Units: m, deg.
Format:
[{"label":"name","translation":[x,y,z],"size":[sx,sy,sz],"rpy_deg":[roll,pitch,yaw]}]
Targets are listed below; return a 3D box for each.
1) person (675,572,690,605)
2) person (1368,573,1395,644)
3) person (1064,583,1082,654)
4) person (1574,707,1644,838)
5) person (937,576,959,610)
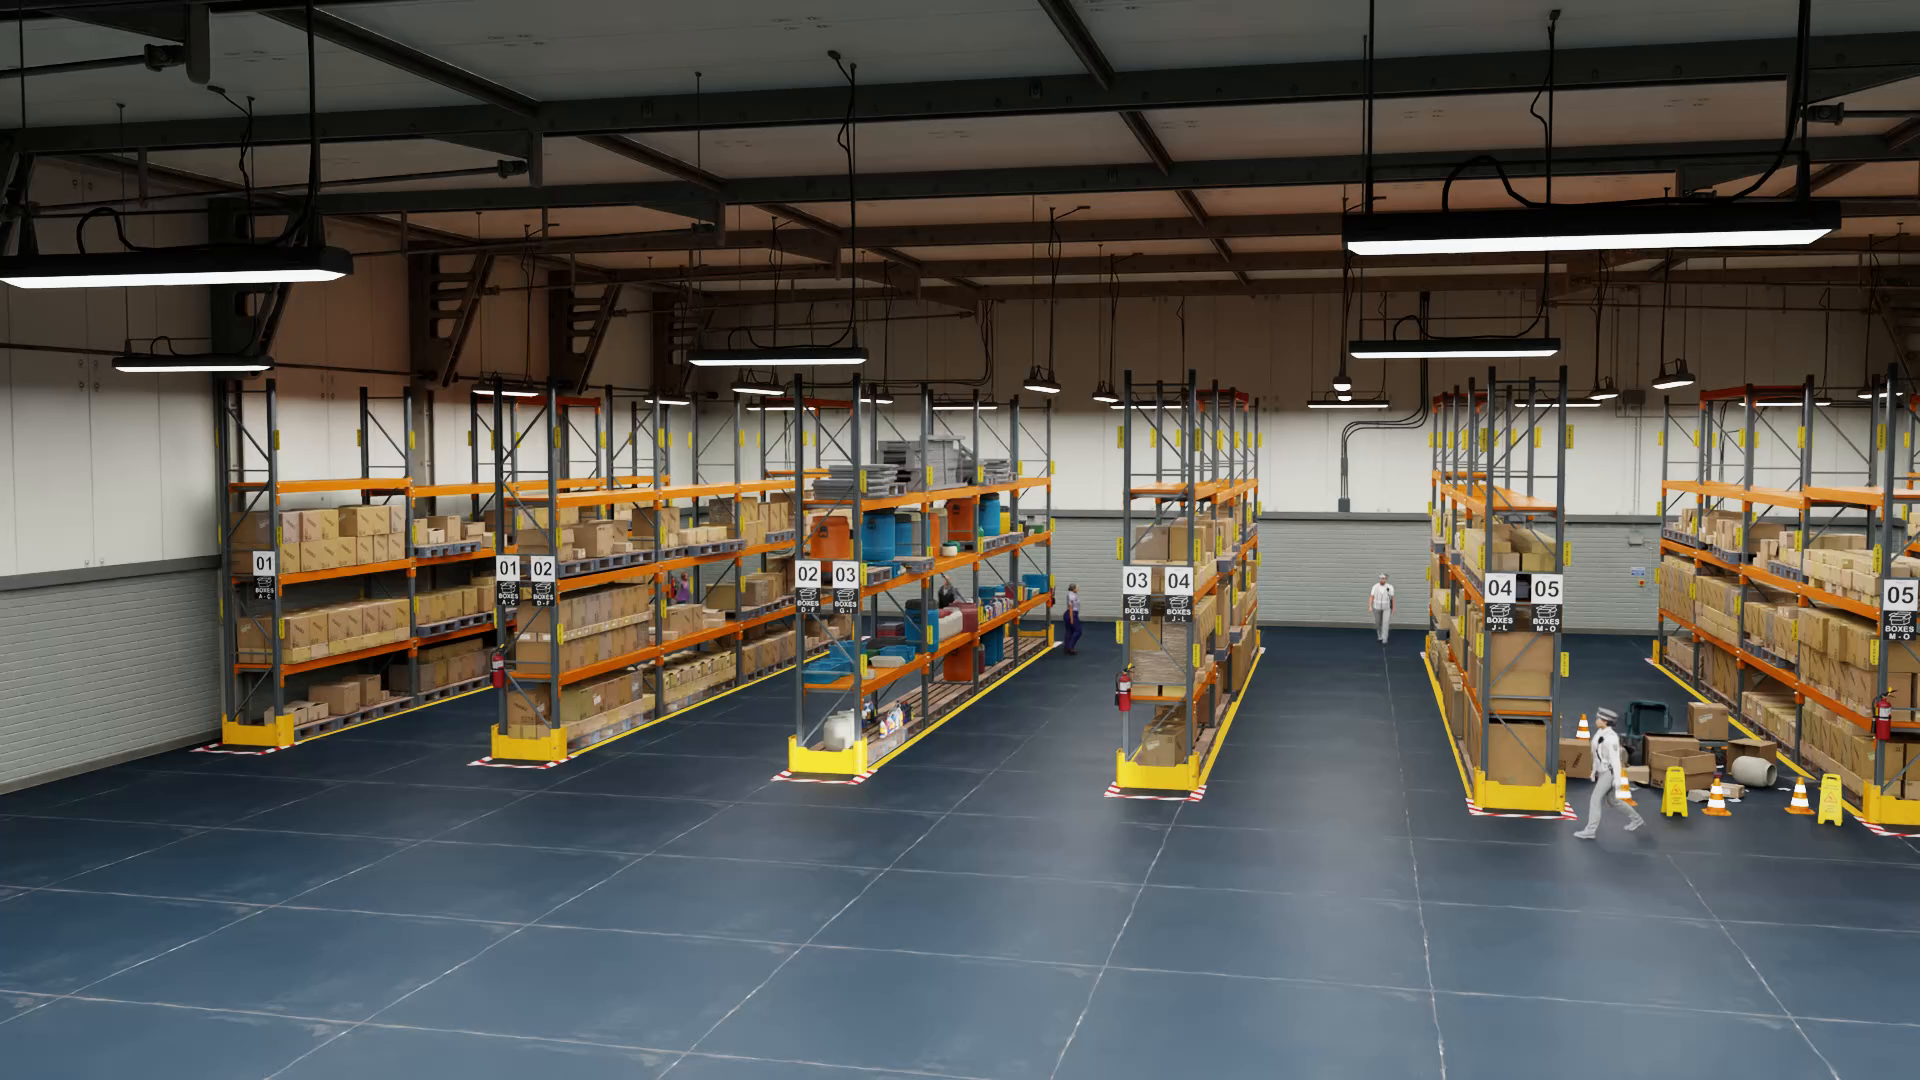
[{"label":"person","translation":[-7.331,1.594,43.968],"size":[1.024,1.528,0.406],"rpy_deg":[1,4,19]},{"label":"person","translation":[10.385,1.662,40.964],"size":[0.617,1.718,1.028],"rpy_deg":[1,4,19]},{"label":"person","translation":[2.651,1.844,39.134],"size":[0.395,1.669,0.526],"rpy_deg":[0,3,-6]},{"label":"person","translation":[8.170,2.913,20.896],"size":[0.965,1.639,0.517],"rpy_deg":[0,3,-5]},{"label":"person","translation":[-0.328,1.714,40.716],"size":[0.599,1.663,1.074],"rpy_deg":[1,4,16]}]
